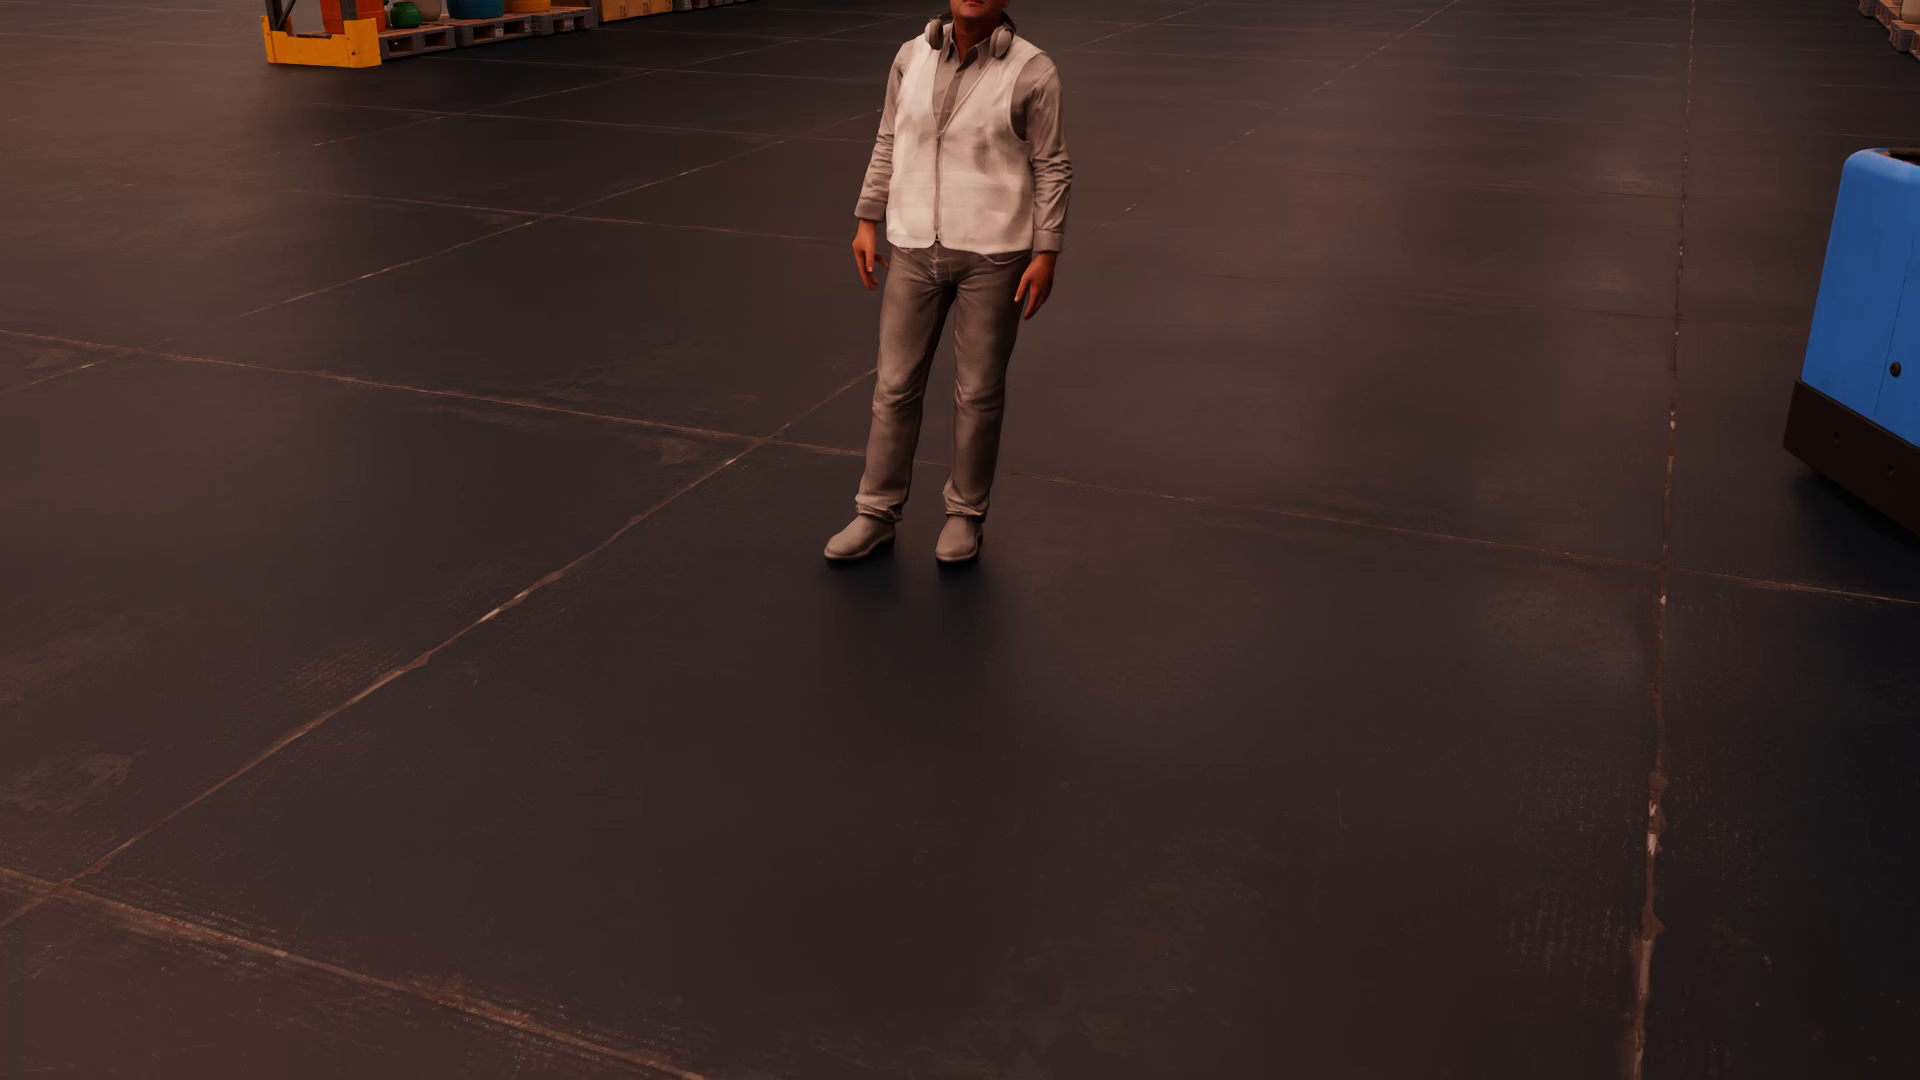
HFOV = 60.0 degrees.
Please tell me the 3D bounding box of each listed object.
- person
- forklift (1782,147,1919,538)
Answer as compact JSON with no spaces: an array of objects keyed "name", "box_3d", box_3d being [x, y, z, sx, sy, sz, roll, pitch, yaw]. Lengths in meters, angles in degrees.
[{"name":"person","box_3d":[-0.034,-0.804,4.698,0.626,1.775,0.566,9,24,21]},{"name":"forklift","box_3d":[4.333,-1.460,4.784,3.031,2.935,1.130,-1,23,-3]}]
